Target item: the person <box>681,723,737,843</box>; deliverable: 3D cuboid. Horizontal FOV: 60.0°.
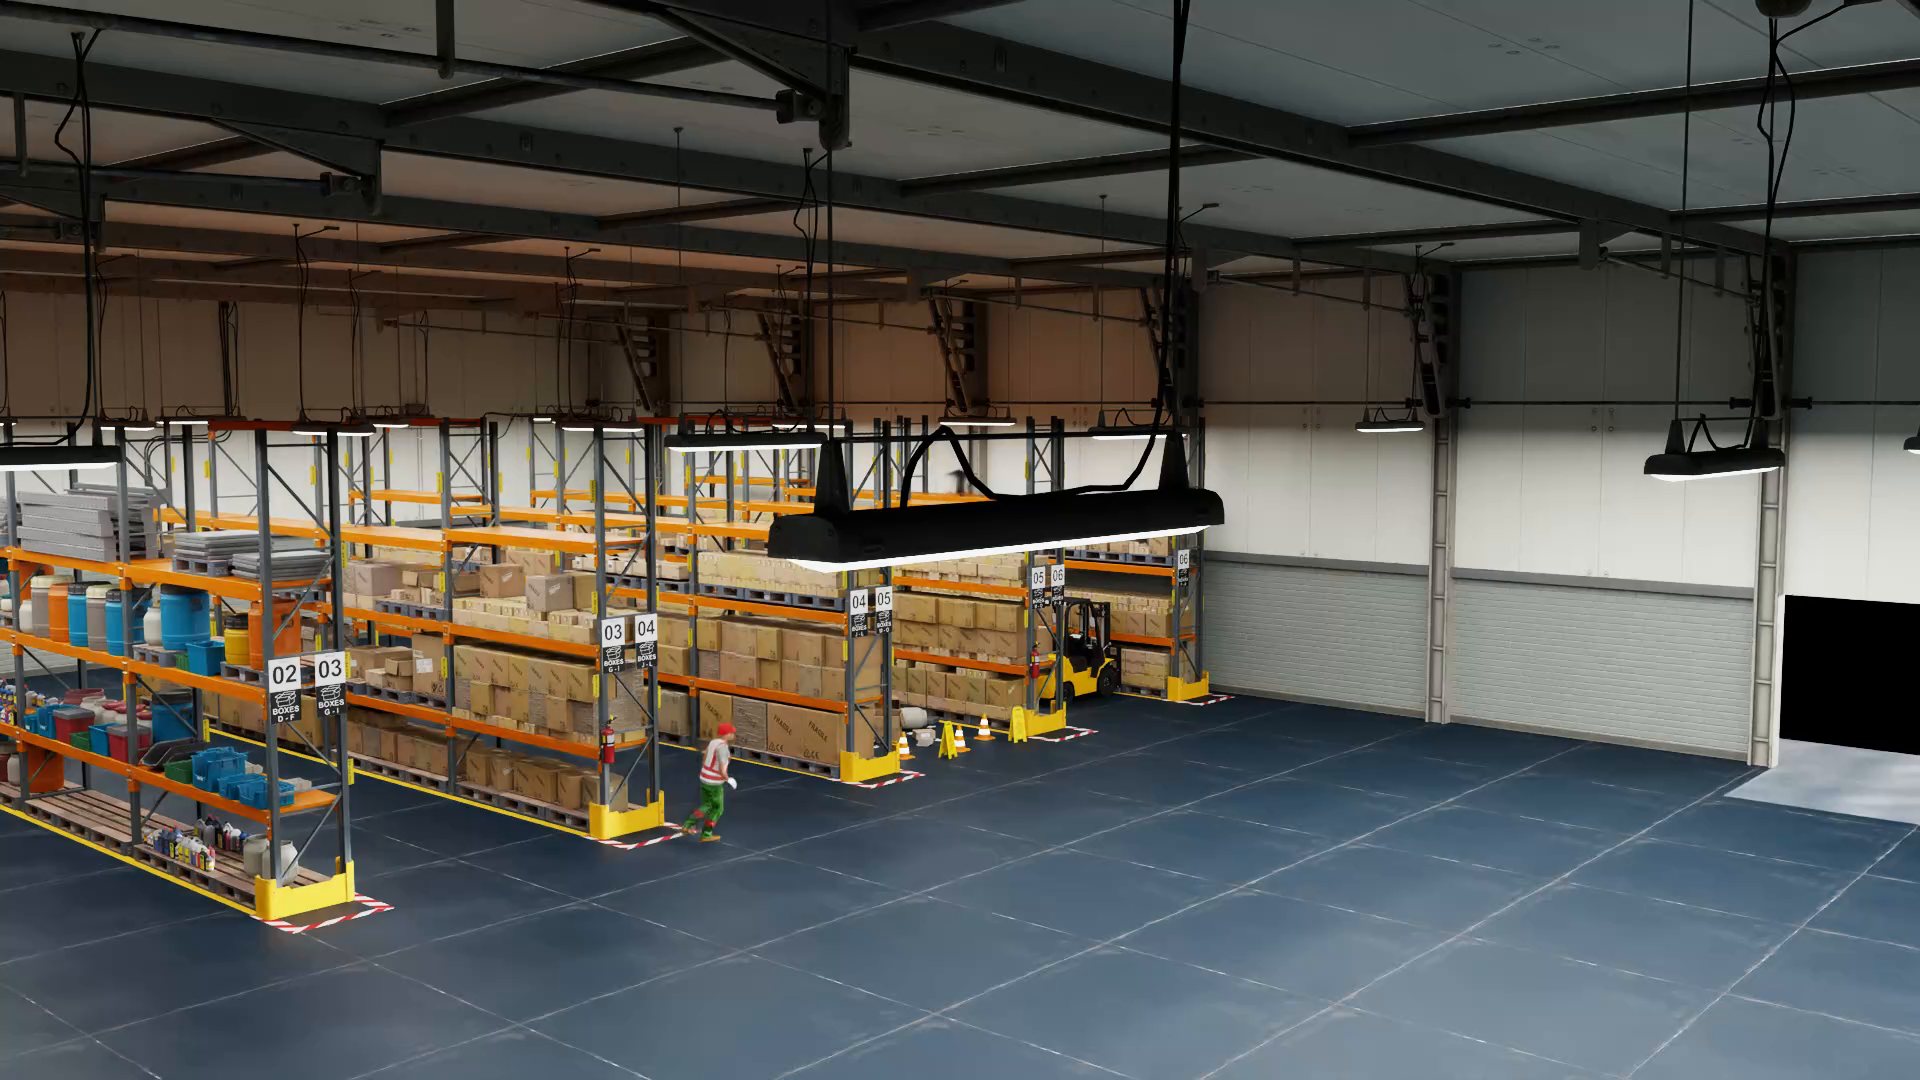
[{"bbox_3d":[-3.601,3.492,23.899,0.789,1.713,0.640,-3,5,-29],"label":"person"}]
